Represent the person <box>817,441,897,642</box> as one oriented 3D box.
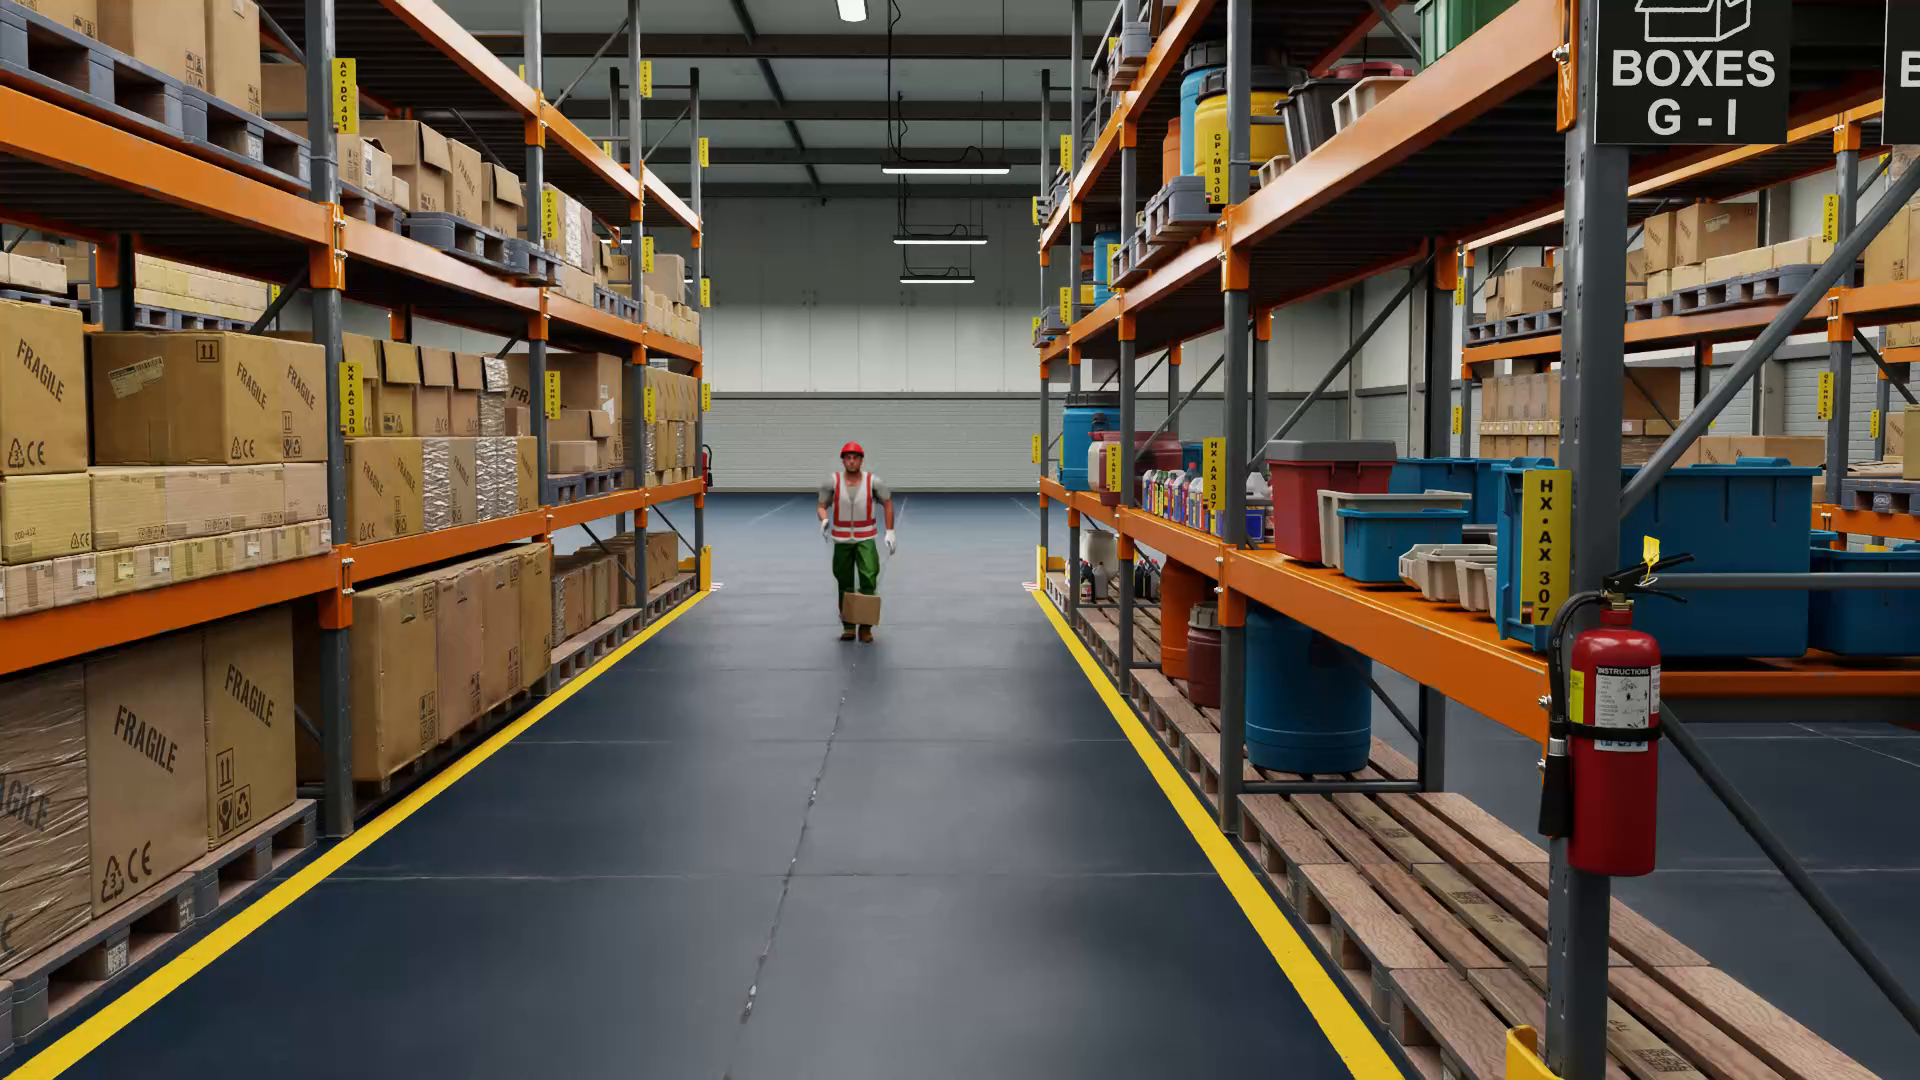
[{"bbox_3d":[-0.907,0.014,14.524,0.686,1.752,0.702,0,4,3],"label":"person"}]
